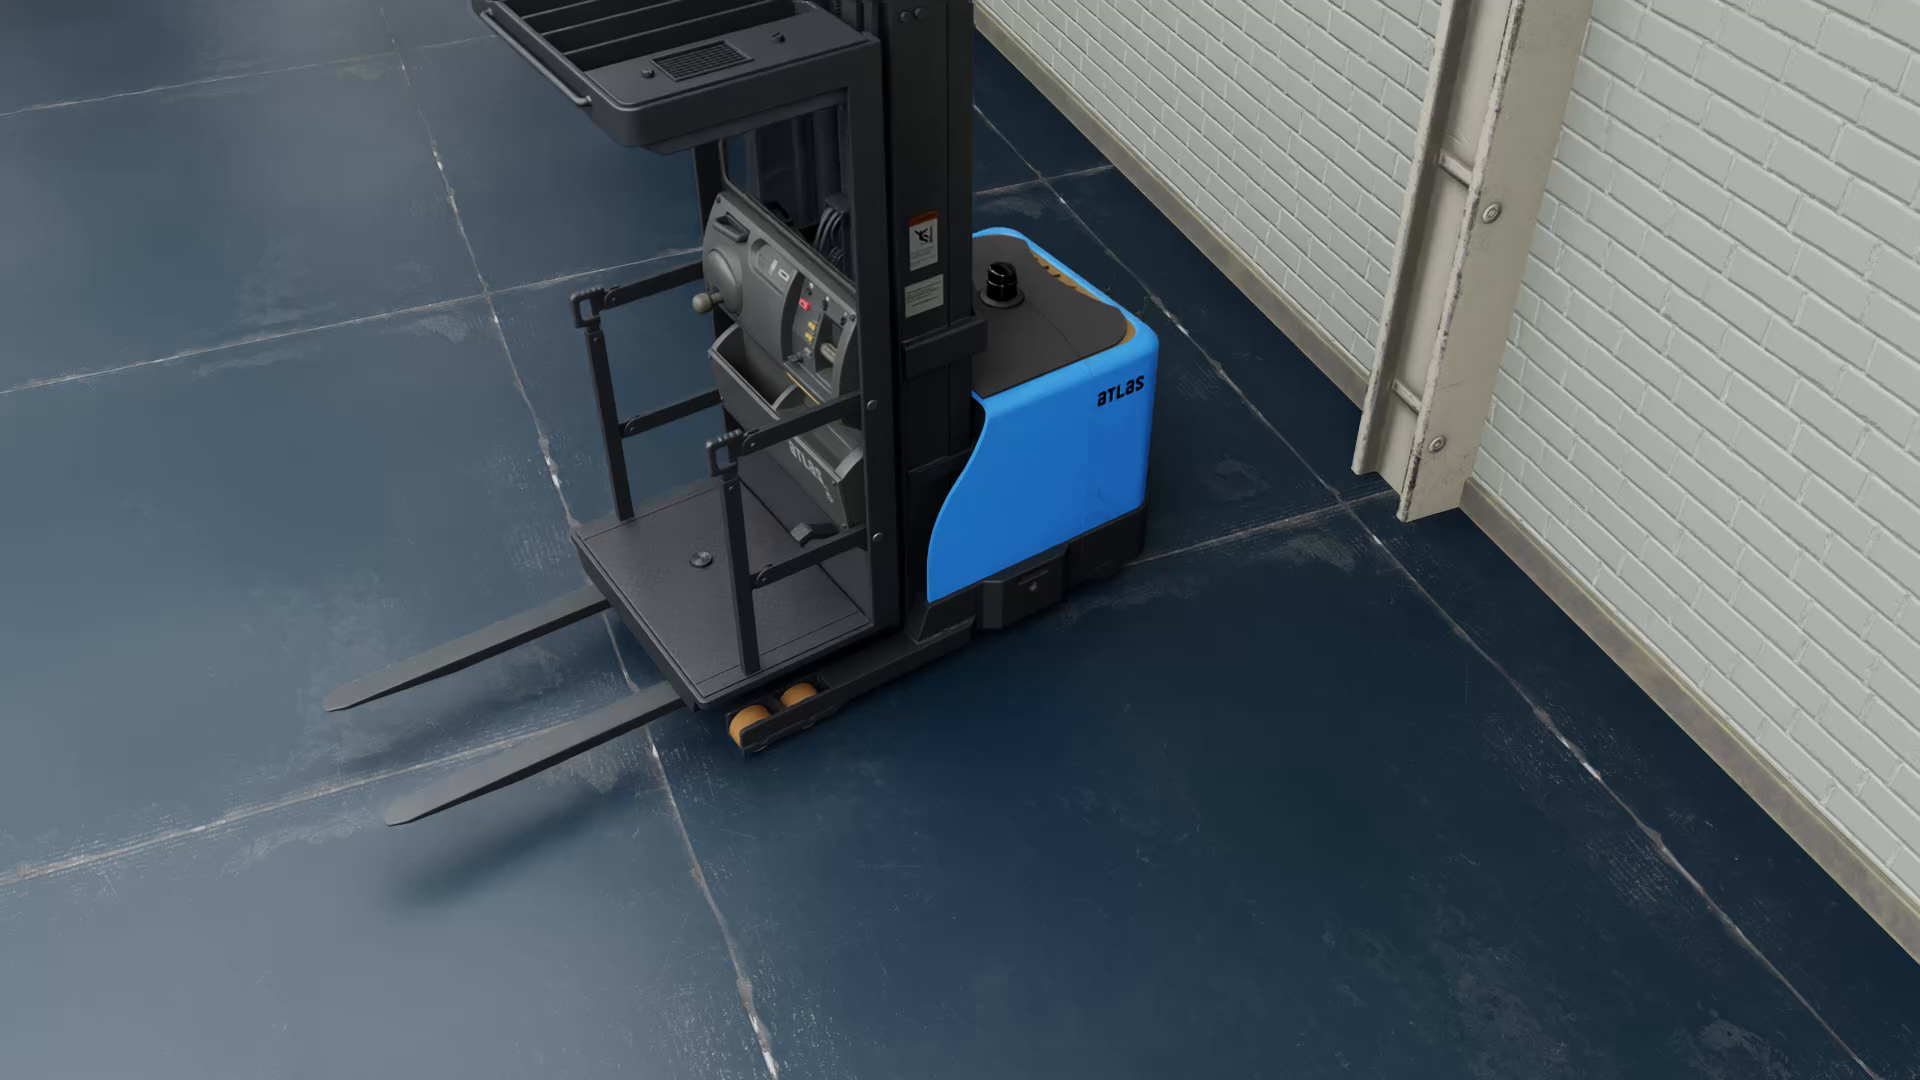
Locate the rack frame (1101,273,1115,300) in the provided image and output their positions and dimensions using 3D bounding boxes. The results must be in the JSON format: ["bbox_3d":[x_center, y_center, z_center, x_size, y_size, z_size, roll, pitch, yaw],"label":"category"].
[{"bbox_3d":[0.517,-0.672,6.841,0.240,0.900,0.006,-25,47,-26],"label":"rack frame"}]

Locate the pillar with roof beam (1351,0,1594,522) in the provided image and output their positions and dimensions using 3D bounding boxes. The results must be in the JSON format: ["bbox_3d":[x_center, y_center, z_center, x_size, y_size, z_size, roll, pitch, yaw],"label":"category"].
[{"bbox_3d":[-2.090,-2.567,2.833,9.100,9.000,0.400,-15,43,-17],"label":"pillar with roof beam"}]

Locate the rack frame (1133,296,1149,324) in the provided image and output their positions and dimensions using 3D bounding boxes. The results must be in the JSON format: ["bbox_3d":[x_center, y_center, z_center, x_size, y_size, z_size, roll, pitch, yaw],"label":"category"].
[{"bbox_3d":[0.635,-0.563,6.715,0.240,0.900,0.006,-25,47,-26],"label":"rack frame"}]

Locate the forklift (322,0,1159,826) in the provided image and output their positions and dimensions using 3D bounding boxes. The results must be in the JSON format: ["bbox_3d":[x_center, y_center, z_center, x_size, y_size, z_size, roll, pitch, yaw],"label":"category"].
[{"bbox_3d":[-0.772,-0.757,5.382,3.031,2.935,1.130,-24,46,-25],"label":"forklift"}]

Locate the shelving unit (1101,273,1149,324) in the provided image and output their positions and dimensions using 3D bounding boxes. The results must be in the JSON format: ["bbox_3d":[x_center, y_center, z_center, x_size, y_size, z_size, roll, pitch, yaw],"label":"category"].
[{"bbox_3d":[0.576,-0.617,6.778,0.258,0.900,0.210,-25,47,-26],"label":"shelving unit"}]
